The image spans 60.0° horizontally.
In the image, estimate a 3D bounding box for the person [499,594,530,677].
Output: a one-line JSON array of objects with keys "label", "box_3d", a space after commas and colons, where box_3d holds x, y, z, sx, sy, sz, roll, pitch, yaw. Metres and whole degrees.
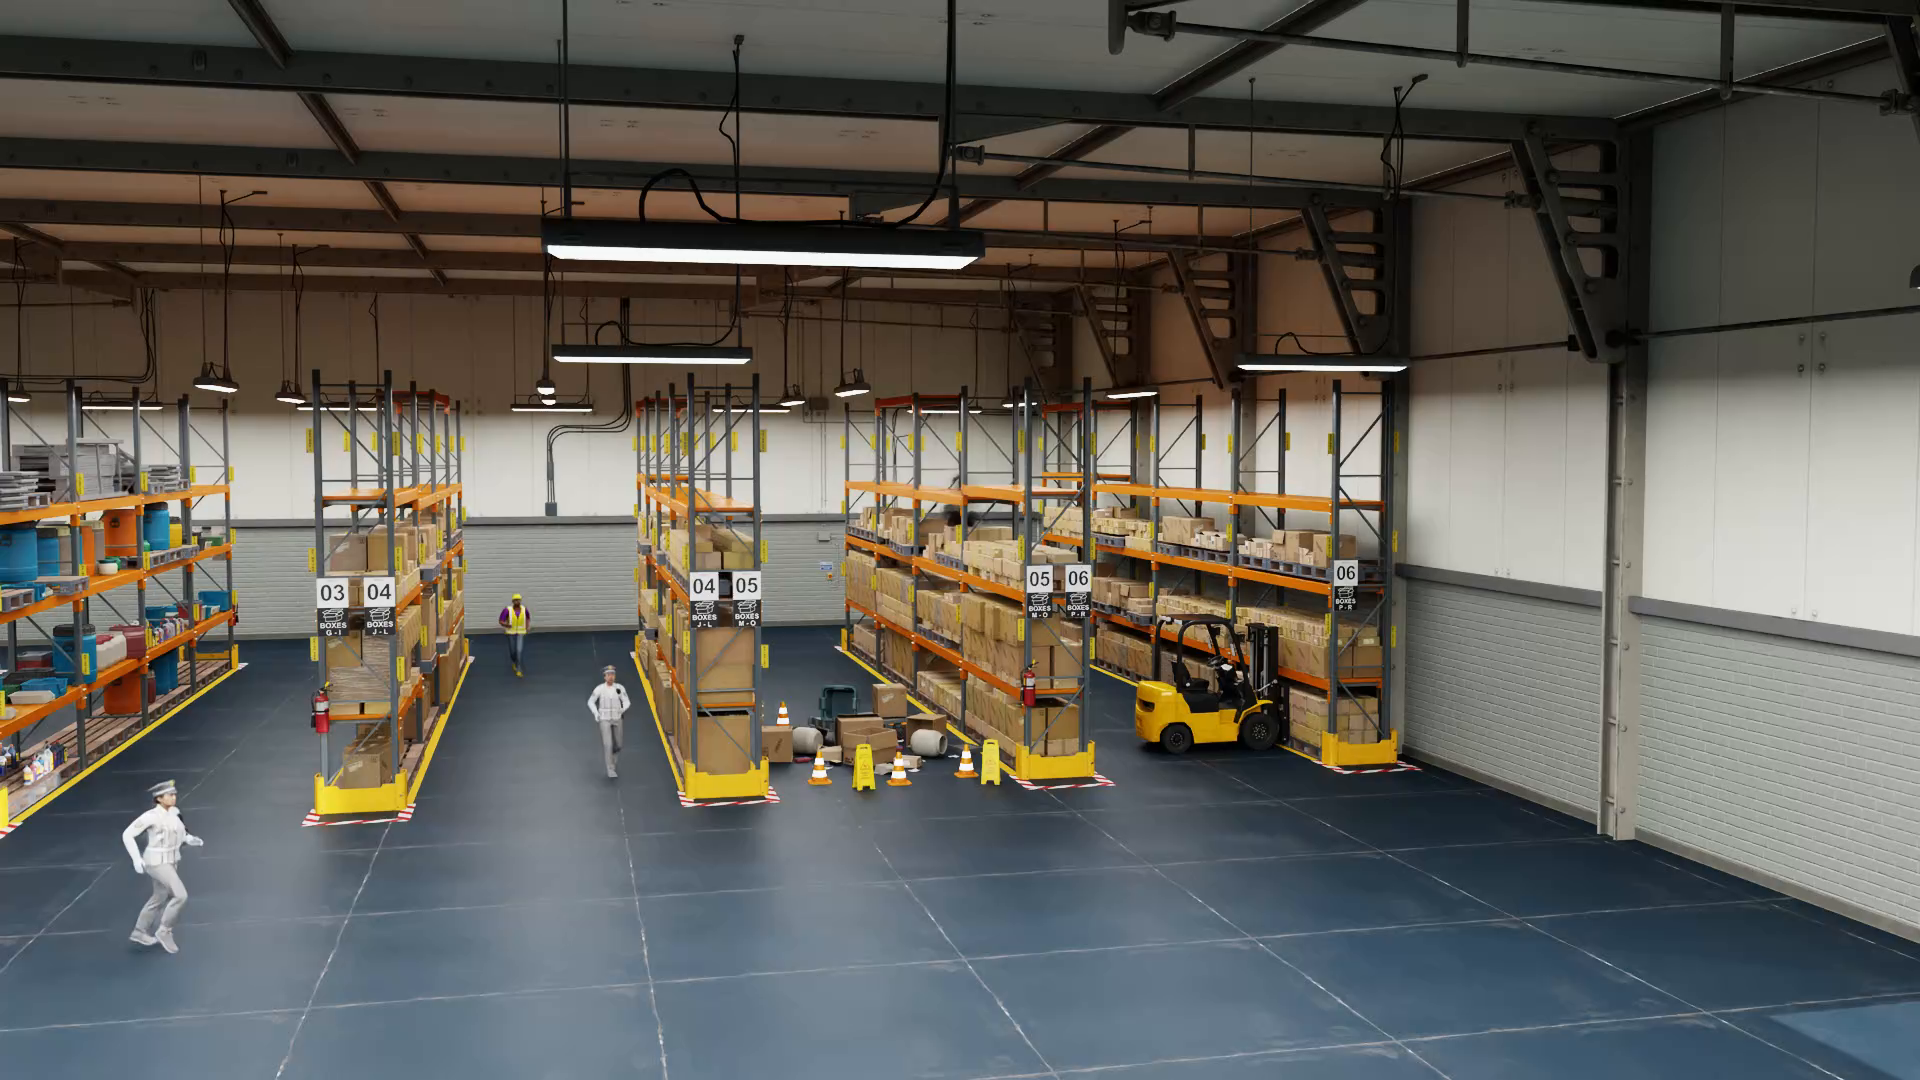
[{"label": "person", "box_3d": [-9.622, 2.049, 35.978, 0.685, 1.773, 0.877, -1, 4, -21]}]

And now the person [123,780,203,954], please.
[{"label": "person", "box_3d": [-7.844, 3.217, 16.391, 0.783, 1.709, 0.572, 0, 3, 4]}]

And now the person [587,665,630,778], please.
[{"label": "person", "box_3d": [-5.303, 2.720, 25.148, 0.614, 1.654, 0.767, -1, 4, -22]}]
